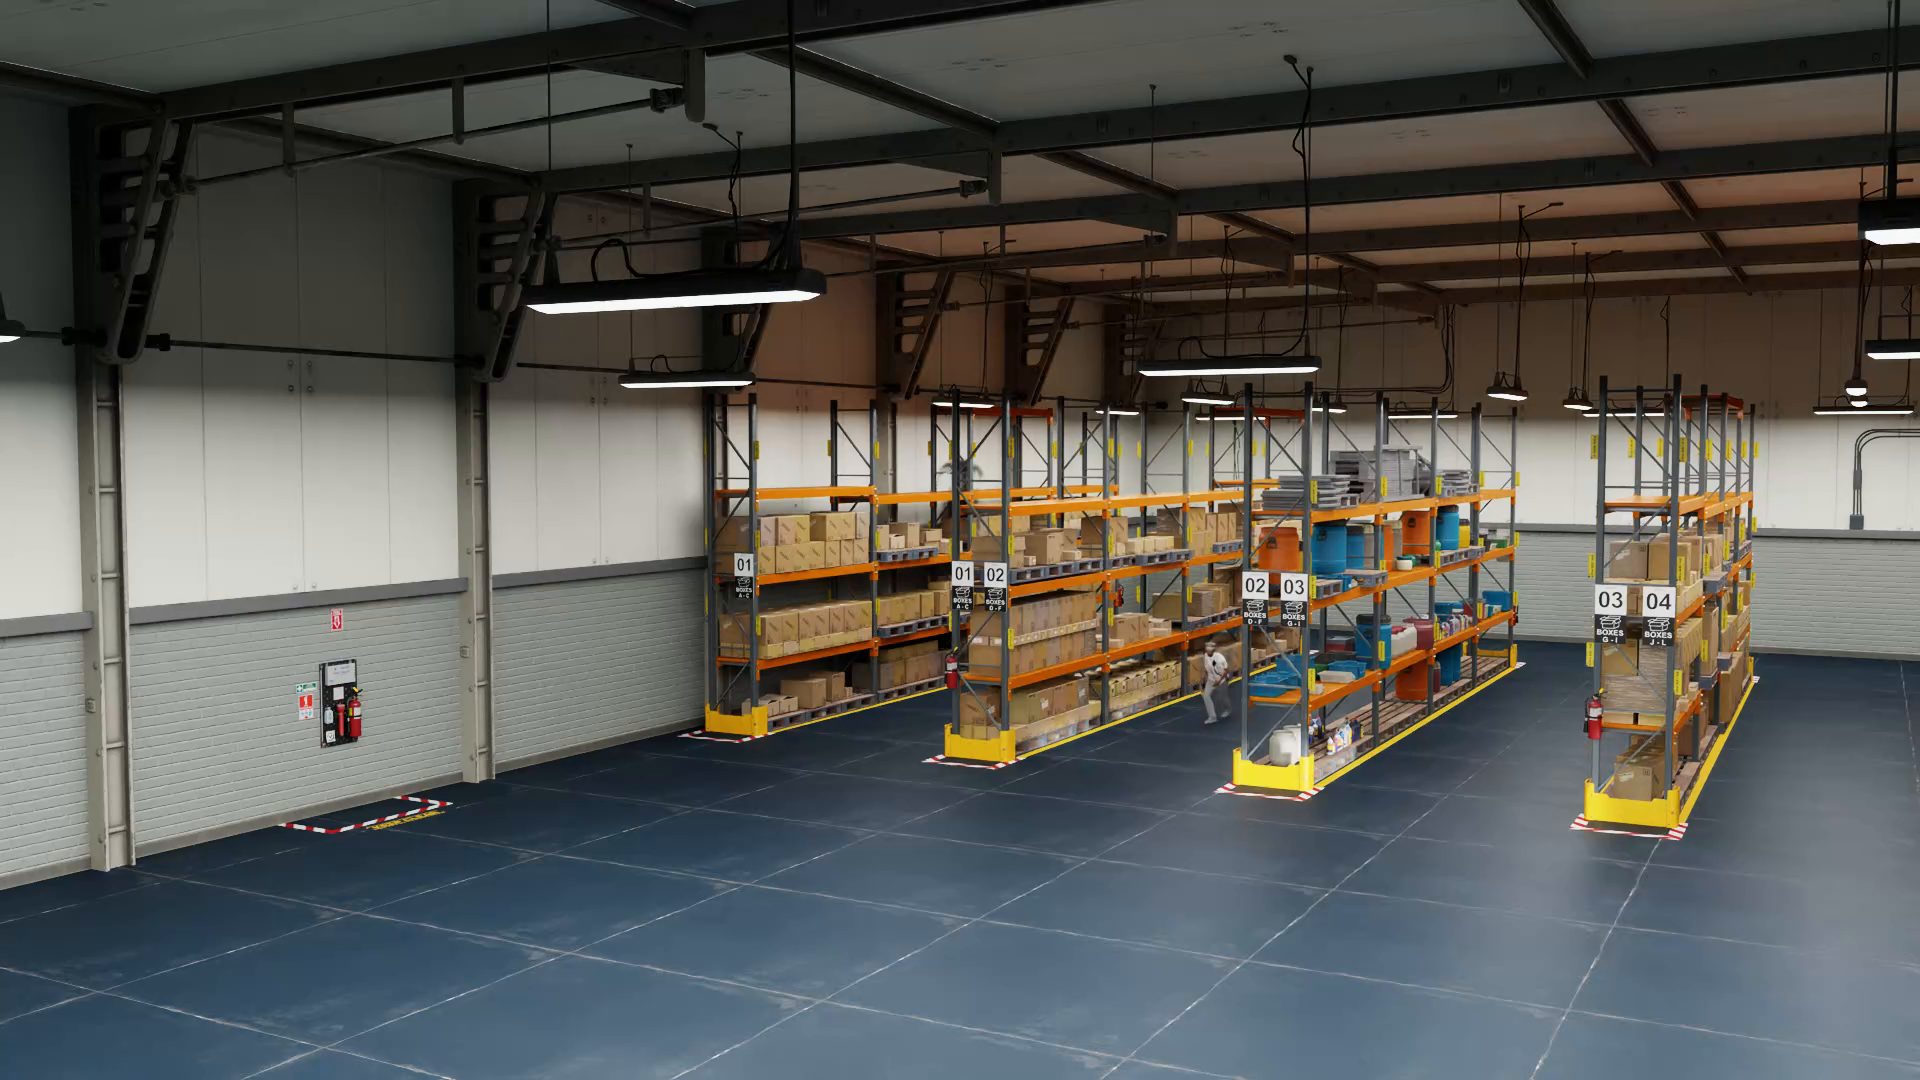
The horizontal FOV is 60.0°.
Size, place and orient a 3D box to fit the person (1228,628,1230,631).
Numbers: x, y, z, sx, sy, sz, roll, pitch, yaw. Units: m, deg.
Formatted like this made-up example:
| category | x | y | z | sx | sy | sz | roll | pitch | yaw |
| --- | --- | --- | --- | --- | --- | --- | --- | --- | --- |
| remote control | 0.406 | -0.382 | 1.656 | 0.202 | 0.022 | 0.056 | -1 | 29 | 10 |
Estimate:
| category | x | y | z | sx | sy | sz | roll | pitch | yaw |
| --- | --- | --- | --- | --- | --- | --- | --- | --- | --- |
| person | 7.509 | 1.810 | 44.628 | 0.995 | 1.626 | 0.607 | 3 | 4 | 43 |

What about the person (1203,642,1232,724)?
| category | x | y | z | sx | sy | sz | roll | pitch | yaw |
| --- | --- | --- | --- | --- | --- | --- | --- | --- | --- |
| person | 4.770 | 2.590 | 30.533 | 0.580 | 1.496 | 1.047 | 2 | 4 | 37 |
